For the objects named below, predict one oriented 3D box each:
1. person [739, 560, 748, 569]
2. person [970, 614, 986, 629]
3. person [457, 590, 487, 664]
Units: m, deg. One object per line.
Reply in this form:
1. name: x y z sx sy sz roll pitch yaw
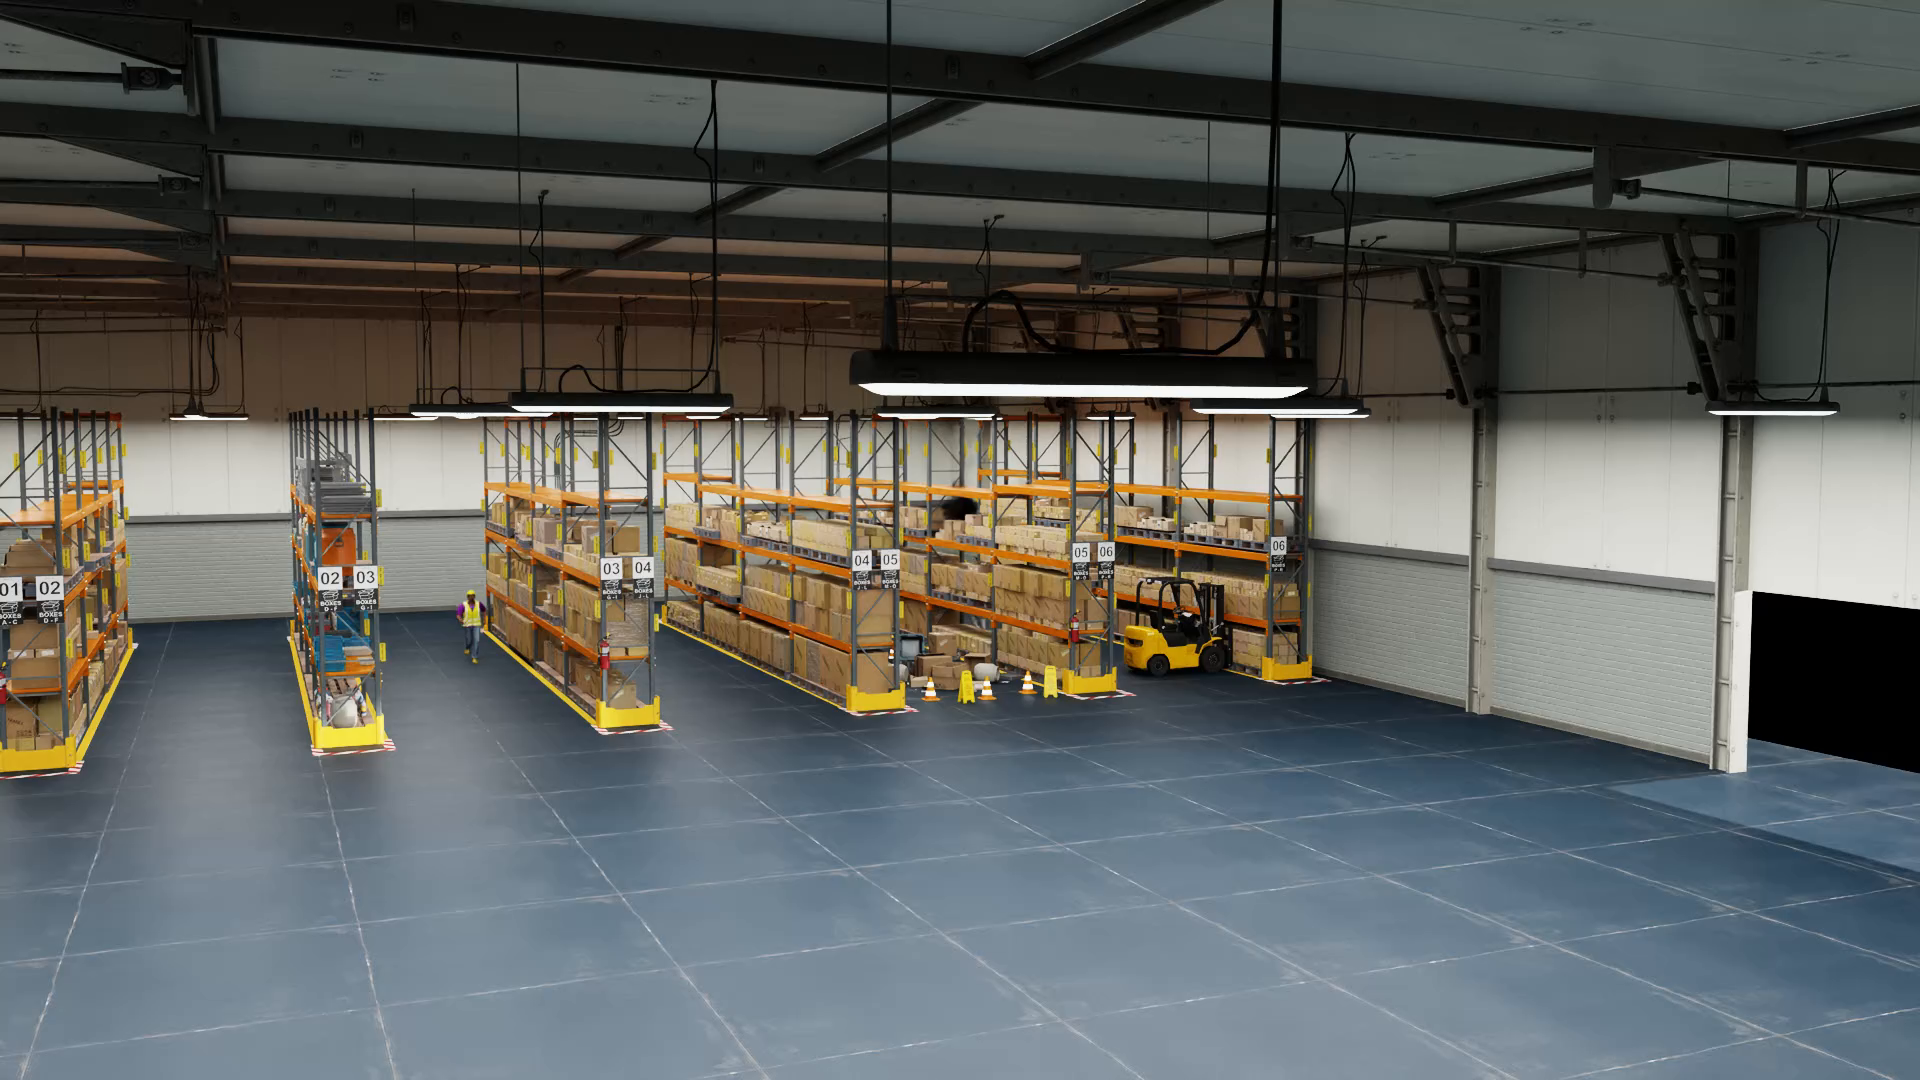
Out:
1. person: -6.674 1.358 50.919 0.488 1.645 0.714 4 5 42
2. person: 0.485 1.775 44.758 0.626 1.662 0.637 -2 4 -21
3. person: -11.709 2.072 39.941 0.712 1.745 0.870 -2 4 -23
